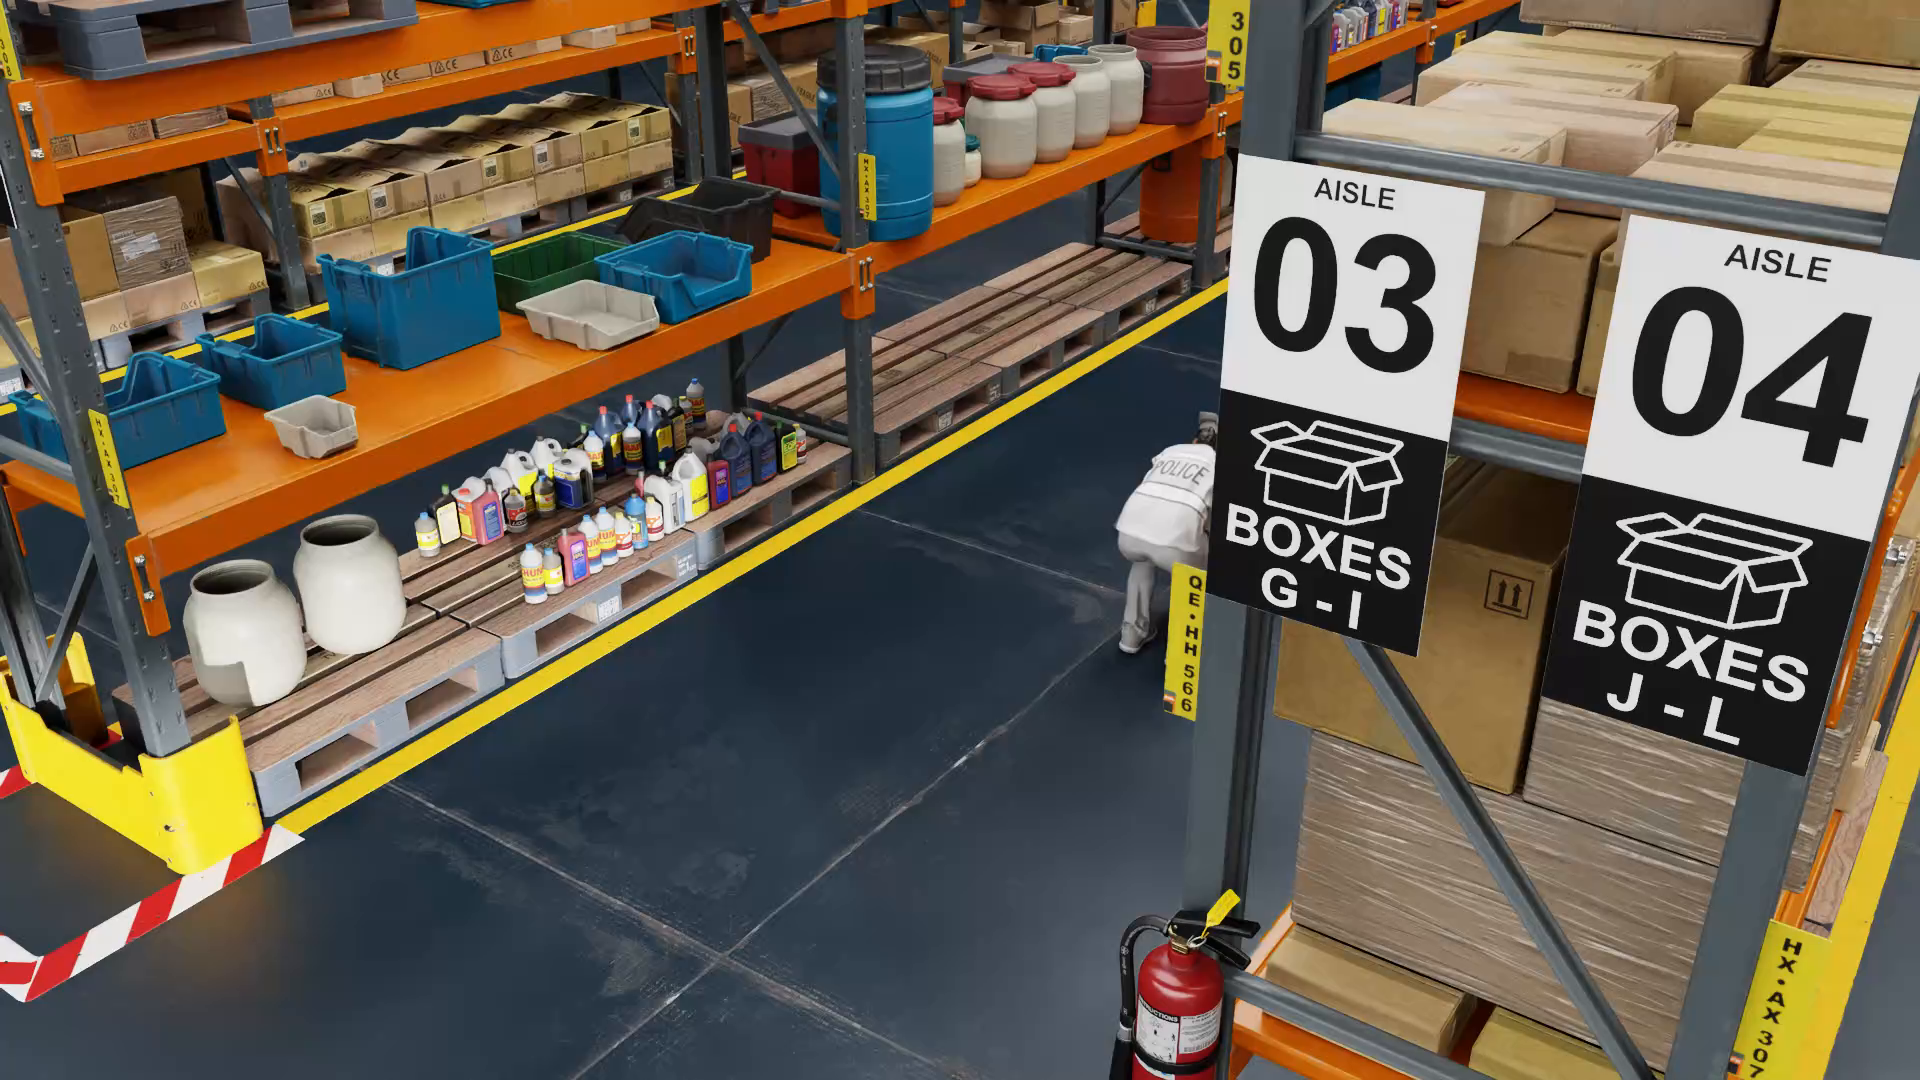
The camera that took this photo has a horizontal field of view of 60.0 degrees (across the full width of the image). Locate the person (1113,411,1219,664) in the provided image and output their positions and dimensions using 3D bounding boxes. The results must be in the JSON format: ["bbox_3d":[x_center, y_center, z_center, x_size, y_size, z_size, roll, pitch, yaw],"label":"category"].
[{"bbox_3d":[0.999,-0.007,7.386,0.469,0.982,0.911,16,31,28],"label":"person"}]
